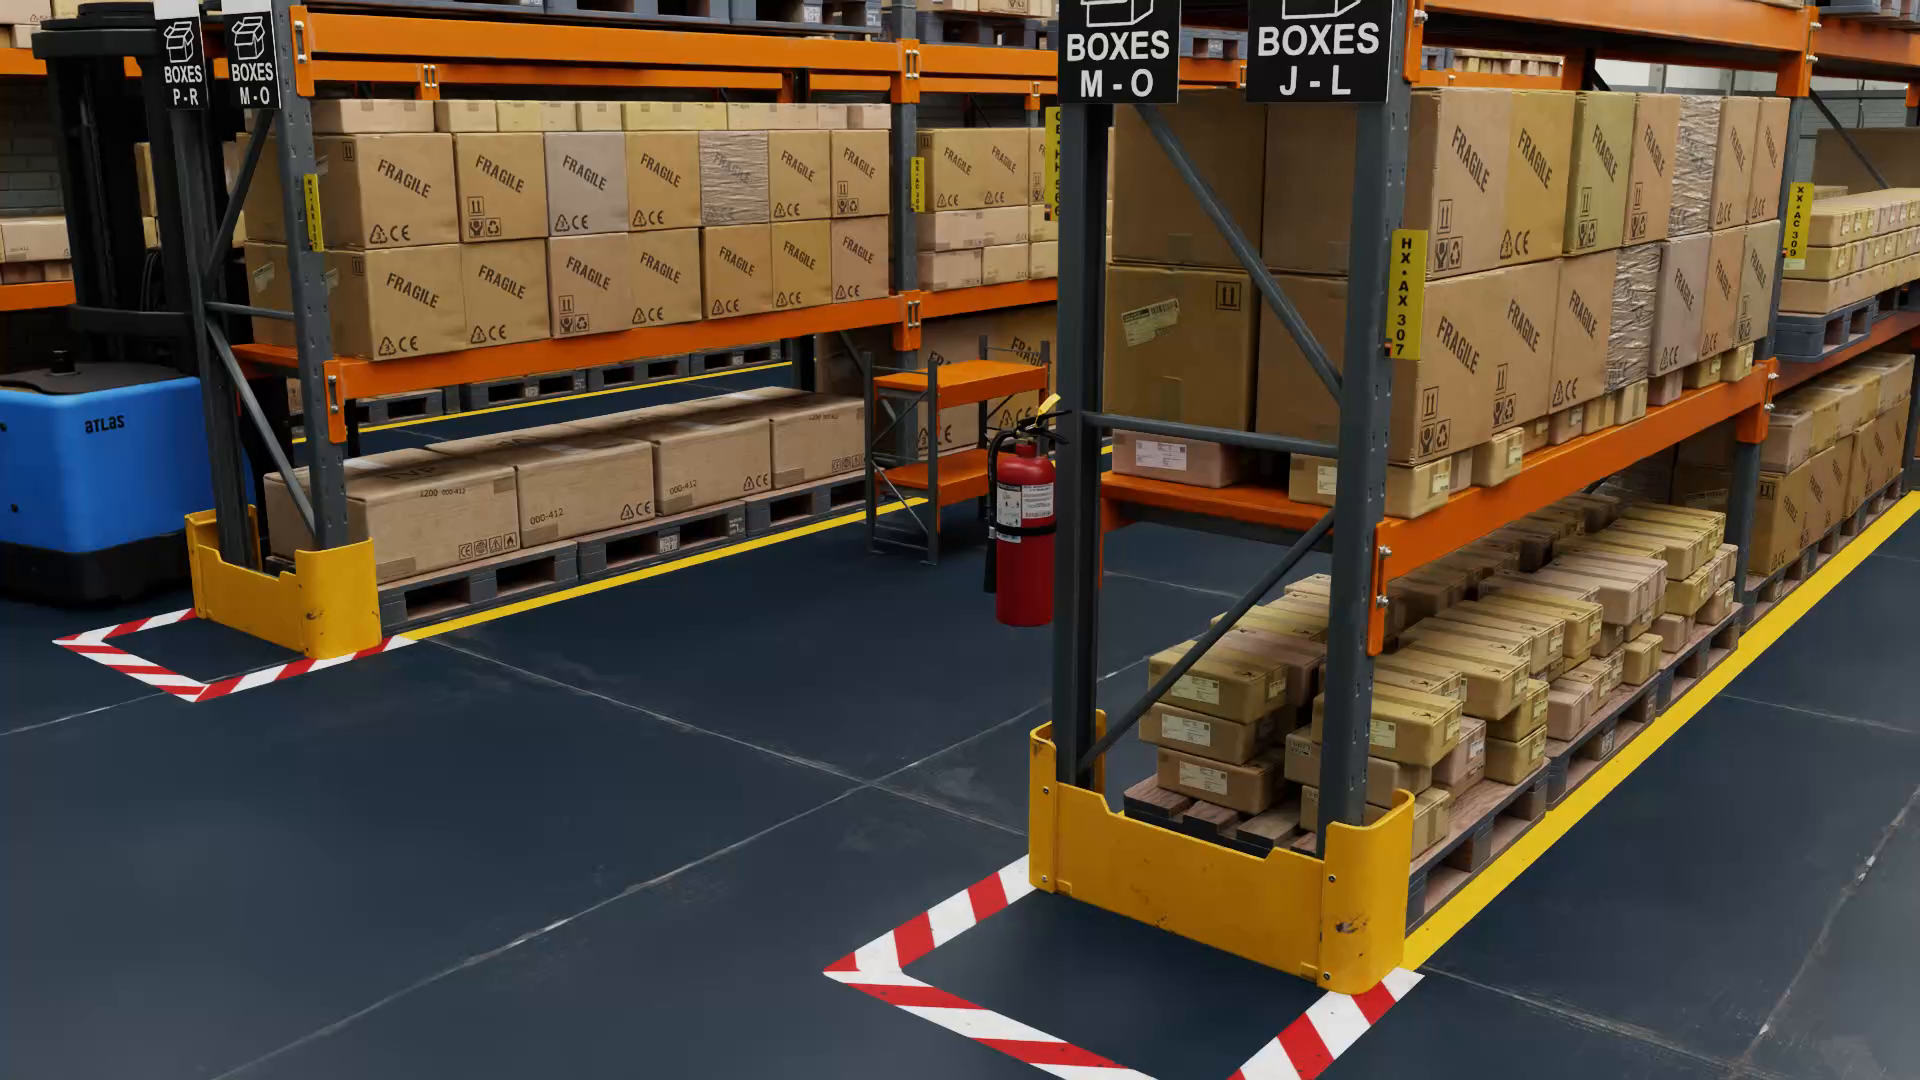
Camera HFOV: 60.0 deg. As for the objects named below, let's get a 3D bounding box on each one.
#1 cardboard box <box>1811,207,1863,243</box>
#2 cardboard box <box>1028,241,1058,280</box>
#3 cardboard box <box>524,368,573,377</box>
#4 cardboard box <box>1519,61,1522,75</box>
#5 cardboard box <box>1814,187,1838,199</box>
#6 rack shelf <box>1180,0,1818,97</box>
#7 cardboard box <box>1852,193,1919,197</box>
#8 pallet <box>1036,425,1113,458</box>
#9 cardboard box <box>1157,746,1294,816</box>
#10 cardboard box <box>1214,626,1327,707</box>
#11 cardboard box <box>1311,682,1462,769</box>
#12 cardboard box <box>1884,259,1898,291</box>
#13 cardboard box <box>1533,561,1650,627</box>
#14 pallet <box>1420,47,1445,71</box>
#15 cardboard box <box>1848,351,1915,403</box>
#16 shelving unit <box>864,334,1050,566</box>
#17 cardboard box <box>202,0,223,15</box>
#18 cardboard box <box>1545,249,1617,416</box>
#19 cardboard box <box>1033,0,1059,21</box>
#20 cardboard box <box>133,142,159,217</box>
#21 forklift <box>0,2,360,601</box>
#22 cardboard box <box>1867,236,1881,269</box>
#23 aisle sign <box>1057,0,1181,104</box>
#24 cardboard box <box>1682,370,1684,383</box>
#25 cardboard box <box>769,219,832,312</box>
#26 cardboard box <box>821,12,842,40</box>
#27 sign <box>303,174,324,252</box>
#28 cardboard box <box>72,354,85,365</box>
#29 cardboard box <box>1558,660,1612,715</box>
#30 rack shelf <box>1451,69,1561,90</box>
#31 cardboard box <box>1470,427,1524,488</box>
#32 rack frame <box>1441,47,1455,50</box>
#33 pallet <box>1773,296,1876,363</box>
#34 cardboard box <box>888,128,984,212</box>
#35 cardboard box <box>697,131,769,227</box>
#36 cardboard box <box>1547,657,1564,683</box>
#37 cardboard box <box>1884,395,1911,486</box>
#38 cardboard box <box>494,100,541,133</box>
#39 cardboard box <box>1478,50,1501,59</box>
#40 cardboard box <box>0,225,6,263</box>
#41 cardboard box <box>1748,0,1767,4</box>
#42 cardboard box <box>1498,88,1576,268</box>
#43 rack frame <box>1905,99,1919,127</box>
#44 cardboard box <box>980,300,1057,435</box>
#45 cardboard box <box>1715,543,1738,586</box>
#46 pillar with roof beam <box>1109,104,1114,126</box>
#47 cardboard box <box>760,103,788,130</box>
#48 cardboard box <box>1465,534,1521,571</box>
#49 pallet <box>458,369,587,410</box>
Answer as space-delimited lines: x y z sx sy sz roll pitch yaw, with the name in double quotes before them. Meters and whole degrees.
"cardboard box" 3.998 -1.483 7.816 0.380 0.149 0.250 12 18 39
"cardboard box" 0.449 -1.966 11.575 0.500 0.250 0.500 11 18 37
"cardboard box" -3.749 -1.721 14.530 0.500 0.500 0.500 11 18 37
"cardboard box" 5.694 -4.982 17.560 0.380 0.149 0.250 11 18 38
"cardboard box" 5.128 -2.080 10.166 0.380 0.149 0.250 11 18 36
"rack shelf" 1.965 -1.776 5.891 1.077 0.370 4.000 11 18 38
"cardboard box" 5.139 -1.830 9.185 0.380 0.149 0.250 11 18 38
"pallet" 0.501 -0.843 12.513 1.003 0.211 1.213 11 18 38
"cardboard box" 0.876 0.757 5.487 0.380 0.149 0.250 12 18 38
"cardboard box" 1.046 0.422 5.598 0.380 0.149 0.250 12 18 39
"cardboard box" 1.301 0.554 5.078 0.380 0.149 0.250 10 17 35
"cardboard box" 4.644 -1.391 8.663 0.380 0.149 0.250 11 18 37
"cardboard box" 2.438 0.206 6.451 0.380 0.149 0.250 10 18 36
"pallet" 3.865 -4.594 15.903 1.213 0.211 1.003 11 18 38
"cardboard box" 5.510 -1.004 10.183 0.500 0.250 0.500 11 18 36
"shelving unit" -0.004 -0.544 9.479 0.538 1.125 1.048 11 18 38
"cardboard box" -5.313 -3.765 11.958 0.500 0.250 0.500 12 18 39
"cardboard box" 1.839 -0.722 5.566 0.500 0.500 0.500 12 18 38
"cardboard box" 0.729 -3.688 11.378 0.396 0.266 0.258 13 19 42
"cardboard box" -5.632 -2.569 11.822 0.500 0.500 0.500 12 18 39
"forklift" -4.043 -1.434 9.314 1.130 2.935 3.031 7 16 26
"cardboard box" 4.313 -1.433 8.226 0.380 0.149 0.250 10 18 35
"aisle sign" 0.429 -1.580 4.471 0.394 0.787 0.004 11 18 38
"cardboard box" 2.717 -0.694 6.774 0.380 0.149 0.250 11 18 36
"cardboard box" -1.104 -1.621 9.710 0.500 0.500 0.500 11 18 36
"cardboard box" -1.396 -5.189 16.607 0.500 0.500 0.500 11 18 38
"sign" -2.778 -1.405 7.144 0.100 0.325 0.005 11 18 38
"cardboard box" -6.043 -1.054 11.904 0.700 0.500 0.500 12 19 40
"cardboard box" 2.248 0.541 6.337 0.380 0.149 0.250 11 18 38
"rack shelf" 5.593 -4.821 17.876 1.077 0.370 4.000 11 18 38
"cardboard box" 1.505 -0.276 5.127 0.380 0.149 0.250 11 18 36
"rack frame" 4.336 -6.240 15.911 1.000 3.000 0.127 11 18 38
"pallet" 3.815 -1.085 8.190 1.003 0.211 1.213 11 18 38
"cardboard box" -0.192 -2.373 10.640 0.500 0.500 0.500 12 18 38
"cardboard box" -1.411 -2.006 9.192 0.500 0.500 0.500 12 18 38
"cardboard box" 2.015 0.425 6.190 0.380 0.149 0.250 12 19 40
"cardboard box" 5.526 -0.645 10.295 0.500 0.500 0.500 11 18 37
"cardboard box" -2.254 -2.054 8.063 0.380 0.149 0.250 11 18 36
"cardboard box" 5.143 -5.000 16.821 0.500 0.250 0.500 11 18 37
"cardboard box" -6.574 -1.919 10.784 0.500 0.250 0.500 11 18 38
"cardboard box" 2.801 -2.205 6.425 0.500 0.250 0.500 11 18 37
"cardboard box" 1.509 -1.108 5.053 0.500 0.500 0.500 12 19 39
"rack frame" 8.250 -2.586 13.710 1.000 3.000 0.127 11 18 38
"cardboard box" 0.197 -1.280 12.030 0.875 0.875 0.875 12 19 39
"cardboard box" 3.271 0.090 7.511 0.380 0.149 0.250 12 18 39
"pillar with roof beam" 5.197 -7.114 19.349 9.100 9.000 0.400 11 18 38
"cardboard box" -1.197 -2.409 9.461 0.380 0.149 0.250 11 18 37
"cardboard box" 2.135 0.059 7.027 0.380 0.149 0.250 12 18 39
"pallet" -4.073 -1.378 14.619 1.003 0.211 1.213 11 18 38
